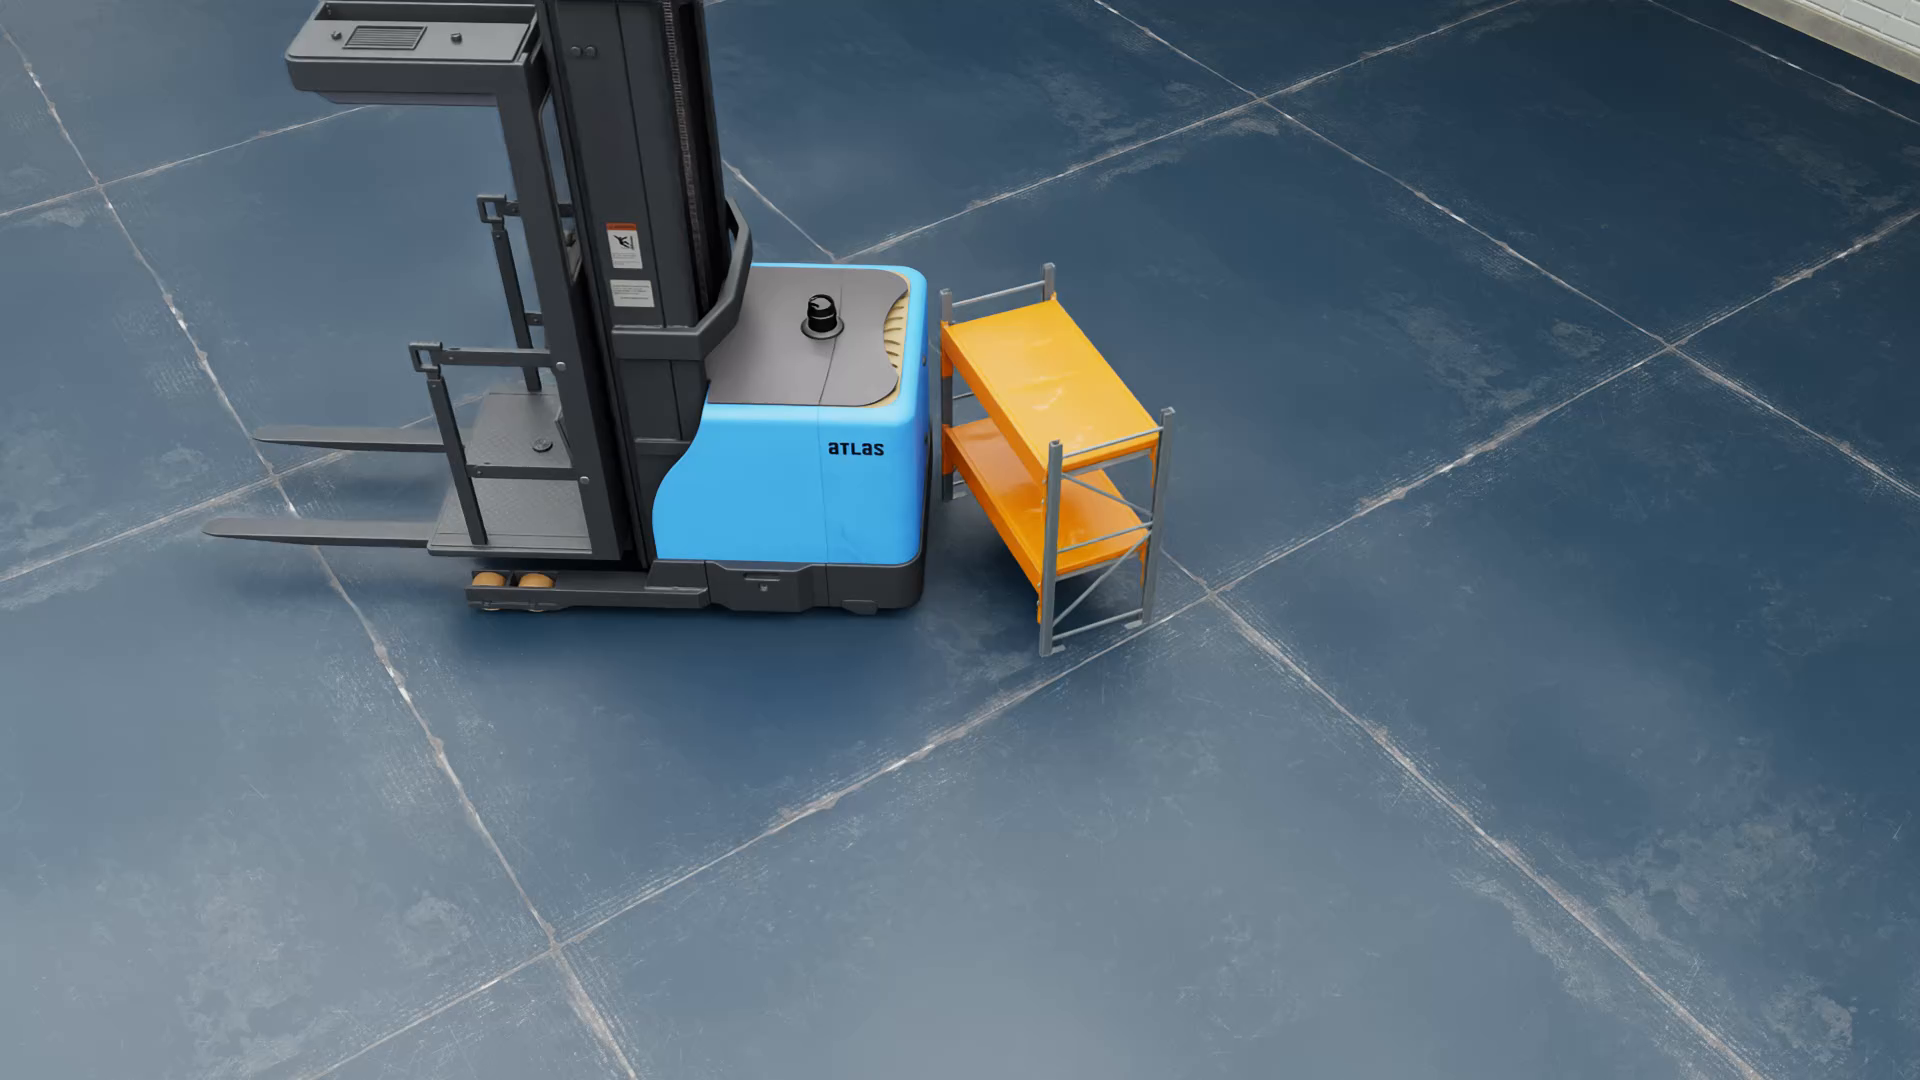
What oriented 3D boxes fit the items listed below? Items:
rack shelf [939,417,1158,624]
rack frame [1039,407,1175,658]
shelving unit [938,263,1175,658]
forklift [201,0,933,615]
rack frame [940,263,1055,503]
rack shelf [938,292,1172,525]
[{"bbox_3d":[0.354,-0.151,6.939,0.538,0.278,1.000,-17,46,-17],"label":"rack shelf"},{"bbox_3d":[0.555,-0.005,6.432,0.500,1.125,0.032,-17,46,-17],"label":"rack frame"},{"bbox_3d":[0.354,-0.328,6.770,0.538,1.125,1.048,-17,46,-17],"label":"shelving unit"},{"bbox_3d":[-1.653,-1.125,6.297,3.031,2.935,1.130,2,44,2],"label":"forklift"},{"bbox_3d":[0.153,-0.650,7.108,0.500,1.125,0.032,-17,46,-17],"label":"rack frame"},{"bbox_3d":[0.354,-0.540,6.568,0.538,0.278,1.000,-17,46,-17],"label":"rack shelf"}]
